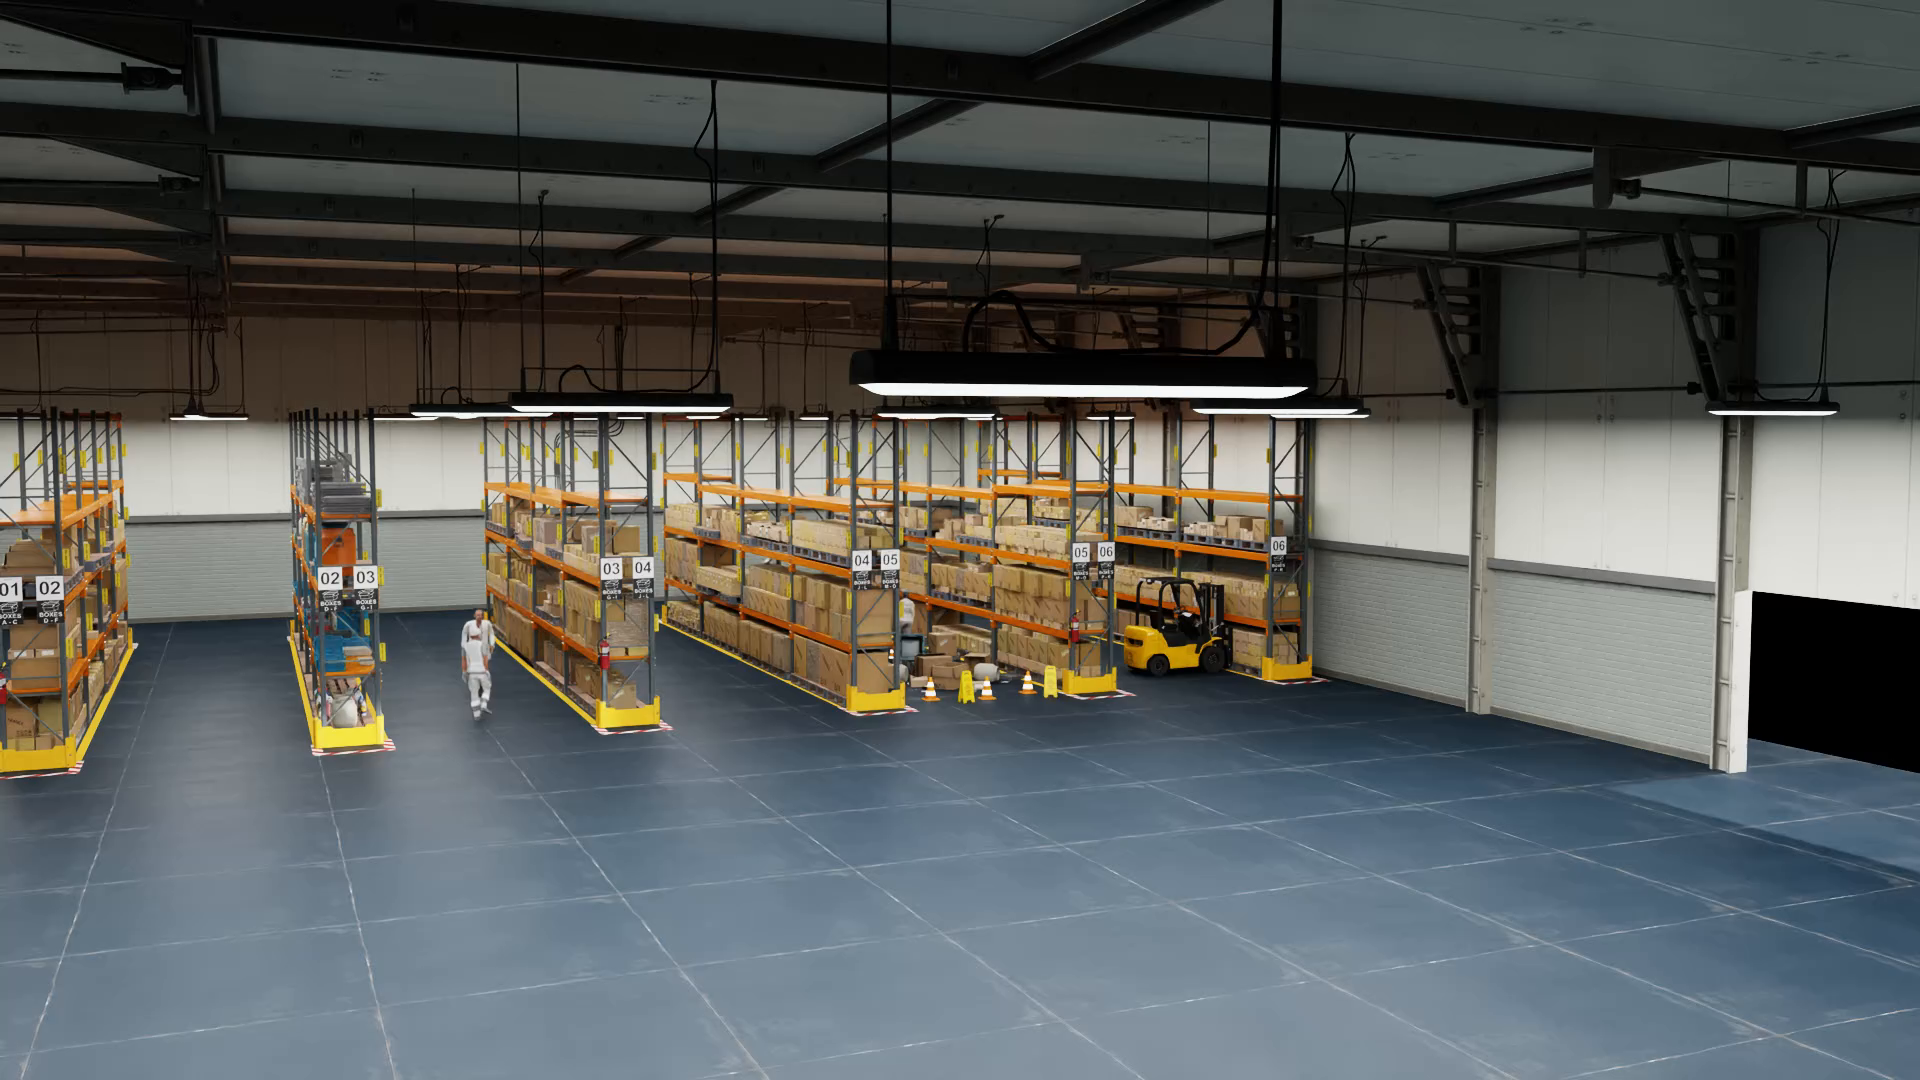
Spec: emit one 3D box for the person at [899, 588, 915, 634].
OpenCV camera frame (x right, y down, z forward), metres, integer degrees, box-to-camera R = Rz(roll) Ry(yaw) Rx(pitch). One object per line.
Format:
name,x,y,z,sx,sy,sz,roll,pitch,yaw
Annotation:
person,-1.347,2.031,40.647,0.523,1.676,0.405,-2,5,-27

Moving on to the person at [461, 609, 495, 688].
person,-10.405,2.406,35.834,0.680,1.657,0.687,-2,4,-26

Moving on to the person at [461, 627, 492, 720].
person,-9.345,2.574,32.142,0.572,1.779,0.509,-1,4,-10

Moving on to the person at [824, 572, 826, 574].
person,-4.039,1.152,52.937,1.021,1.729,0.529,-4,5,-42

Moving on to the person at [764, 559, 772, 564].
person,-5.593,1.448,48.772,0.556,1.813,0.622,0,4,-1
